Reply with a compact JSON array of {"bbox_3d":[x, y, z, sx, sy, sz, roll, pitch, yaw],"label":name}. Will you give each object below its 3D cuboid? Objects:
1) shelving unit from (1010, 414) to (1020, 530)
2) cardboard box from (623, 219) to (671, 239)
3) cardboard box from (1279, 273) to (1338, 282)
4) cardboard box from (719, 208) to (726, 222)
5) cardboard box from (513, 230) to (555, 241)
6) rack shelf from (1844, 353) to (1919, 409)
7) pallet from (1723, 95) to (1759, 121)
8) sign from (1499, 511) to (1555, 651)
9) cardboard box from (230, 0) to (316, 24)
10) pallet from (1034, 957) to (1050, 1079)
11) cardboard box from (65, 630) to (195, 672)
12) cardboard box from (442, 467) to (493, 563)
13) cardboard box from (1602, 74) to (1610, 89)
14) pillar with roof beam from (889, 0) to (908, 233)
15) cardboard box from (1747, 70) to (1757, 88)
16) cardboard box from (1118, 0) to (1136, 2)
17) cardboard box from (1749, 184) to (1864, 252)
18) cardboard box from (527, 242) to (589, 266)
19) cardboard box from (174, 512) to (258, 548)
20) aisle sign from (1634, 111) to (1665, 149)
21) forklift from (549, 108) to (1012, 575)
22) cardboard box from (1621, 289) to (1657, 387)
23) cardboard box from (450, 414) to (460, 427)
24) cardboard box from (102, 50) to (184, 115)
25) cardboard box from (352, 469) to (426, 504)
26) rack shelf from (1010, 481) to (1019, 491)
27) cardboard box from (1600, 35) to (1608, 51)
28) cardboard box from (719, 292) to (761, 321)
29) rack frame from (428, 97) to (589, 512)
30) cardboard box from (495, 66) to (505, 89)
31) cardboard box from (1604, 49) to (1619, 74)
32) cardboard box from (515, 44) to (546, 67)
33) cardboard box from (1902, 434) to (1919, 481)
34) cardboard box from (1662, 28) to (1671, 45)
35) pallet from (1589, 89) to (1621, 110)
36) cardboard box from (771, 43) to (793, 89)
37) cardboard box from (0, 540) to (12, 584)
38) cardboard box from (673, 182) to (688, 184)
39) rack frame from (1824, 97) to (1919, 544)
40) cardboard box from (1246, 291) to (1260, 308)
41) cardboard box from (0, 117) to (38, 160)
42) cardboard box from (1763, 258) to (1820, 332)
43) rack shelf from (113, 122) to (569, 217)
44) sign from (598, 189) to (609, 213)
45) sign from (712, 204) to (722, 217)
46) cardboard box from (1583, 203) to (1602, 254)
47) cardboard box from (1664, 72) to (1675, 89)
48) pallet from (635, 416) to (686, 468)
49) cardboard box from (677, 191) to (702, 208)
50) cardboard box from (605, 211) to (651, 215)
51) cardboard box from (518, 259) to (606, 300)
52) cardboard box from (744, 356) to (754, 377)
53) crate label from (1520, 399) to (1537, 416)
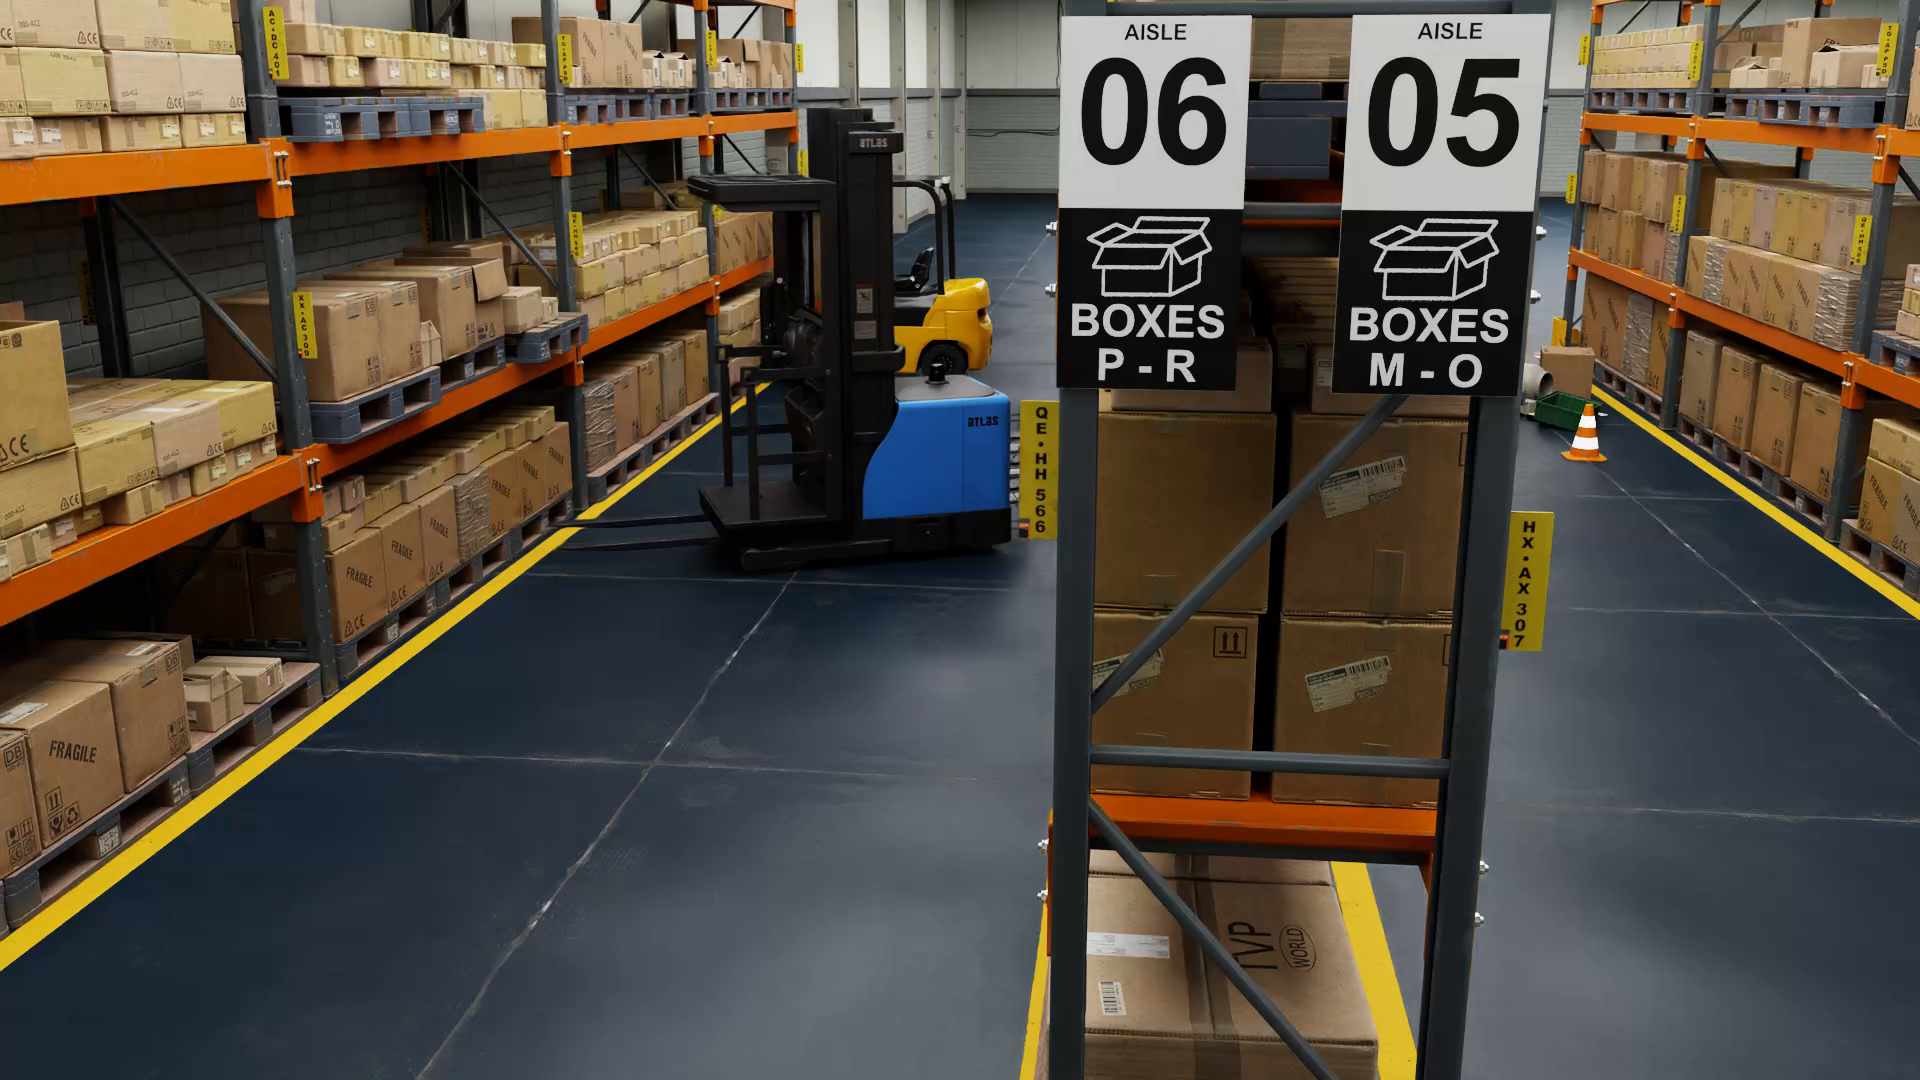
[{"bbox_3d":[0.380,-0.480,11.712,0.258,0.900,0.210,-5,16,-17],"label":"shelving unit"},{"bbox_3d":[-2.752,-2.723,14.552,0.380,0.149,0.250,1,15,5],"label":"cardboard box"},{"bbox_3d":[1.257,-0.796,5.510,0.380,0.149,0.250,1,15,5],"label":"cardboard box"},{"bbox_3d":[-2.528,-3.228,16.420,0.380,0.149,0.250,2,15,8],"label":"cardboard box"},{"bbox_3d":[-3.395,-2.407,13.381,0.380,0.149,0.250,2,15,6],"label":"cardboard box"},{"bbox_3d":[6.332,-0.556,9.351,1.077,0.370,4.000,2,15,6],"label":"rack shelf"},{"bbox_3d":[6.955,-3.576,13.761,0.805,0.209,1.217,1,15,4],"label":"pallet"},{"bbox_3d":[1.276,0.095,3.755,0.100,0.325,0.005,2,15,6],"label":"sign"},{"bbox_3d":[-3.375,-2.639,8.050,0.396,0.266,0.258,2,15,6],"label":"cardboard box"},{"bbox_3d":[0.738,1.669,5.084,1.003,0.211,1.213,2,15,6],"label":"pallet"},{"bbox_3d":[-4.065,0.610,8.007,0.500,0.311,0.500,2,15,8],"label":"cardboard box"},{"bbox_3d":[-3.302,-0.167,10.516,0.500,0.500,0.500,1,15,4],"label":"cardboard box"},{"bbox_3d":[7.046,-4.864,17.644,0.380,0.149,0.250,2,15,6],"label":"cardboard box"},{"bbox_3d":[2.933,-11.046,35.272,9.100,9.000,0.400,2,15,6],"label":"pillar with roof beam"},{"bbox_3d":[6.645,-3.776,13.618,0.250,0.149,0.380,2,15,6],"label":"cardboard box"},{"bbox_3d":[0.901,-2.105,6.767,0.500,0.500,0.500,2,15,7],"label":"cardboard box"},{"bbox_3d":[6.845,-2.597,13.414,0.700,0.500,0.500,2,15,7],"label":"cardboard box"},{"bbox_3d":[-2.976,-2.123,12.331,0.380,0.149,0.250,2,15,8],"label":"cardboard box"},{"bbox_3d":[-4.001,-0.063,8.890,0.380,0.149,0.250,1,15,4],"label":"cardboard box"},{"bbox_3d":[7.766,-4.762,18.545,0.394,0.787,0.004,2,15,6],"label":"aisle sign"},{"bbox_3d":[-1.223,-1.344,11.016,3.031,2.935,1.130,-5,16,-17],"label":"forklift"},{"bbox_3d":[7.247,-2.032,16.695,0.875,0.875,0.875,2,15,7],"label":"cardboard box"},{"bbox_3d":[-3.730,-0.802,11.624,0.380,0.149,0.250,2,15,8],"label":"cardboard box"},{"bbox_3d":[-3.610,-1.901,6.918,0.500,0.250,0.500,1,15,4],"label":"cardboard box"},{"bbox_3d":[-3.396,-0.320,9.842,0.380,0.149,0.250,2,15,6],"label":"cardboard box"},{"bbox_3d":[0.380,-0.361,11.744,0.258,0.077,0.200,-5,16,-17],"label":"rack shelf"},{"bbox_3d":[7.077,-5.318,17.793,0.380,0.149,0.250,2,15,7],"label":"cardboard box"},{"bbox_3d":[-2.374,-2.461,17.563,0.500,0.250,0.500,2,15,8],"label":"cardboard box"},{"bbox_3d":[-3.305,-1.687,12.155,1.000,3.000,0.127,2,15,6],"label":"rack frame"},{"bbox_3d":[-3.209,-3.022,10.869,0.380,0.149,0.250,2,15,8],"label":"cardboard box"},{"bbox_3d":[7.095,-5.018,17.448,0.500,0.250,0.500,2,15,6],"label":"cardboard box"},{"bbox_3d":[-3.049,-3.301,11.330,0.380,0.149,0.250,2,15,8],"label":"cardboard box"},{"bbox_3d":[6.182,-0.477,10.228,0.500,0.250,0.500,2,15,6],"label":"cardboard box"},{"bbox_3d":[6.820,-4.722,15.590,0.380,0.149,0.250,2,15,7],"label":"cardboard box"},{"bbox_3d":[7.387,-4.710,17.756,1.003,0.211,1.213,2,15,6],"label":"pallet"},{"bbox_3d":[-2.210,-5.387,18.905,0.500,0.500,0.500,2,15,8],"label":"cardboard box"},{"bbox_3d":[-3.703,0.099,6.030,0.380,0.149,0.250,1,15,5],"label":"cardboard box"},{"bbox_3d":[-2.881,-3.717,17.659,0.380,0.149,0.250,2,15,8],"label":"cardboard box"},{"bbox_3d":[6.558,-1.422,11.176,1.000,3.000,0.127,2,15,6],"label":"rack frame"},{"bbox_3d":[1.284,-0.641,6.180,0.500,0.500,0.500,2,15,7],"label":"cardboard box"},{"bbox_3d":[-3.647,-1.474,6.103,0.380,0.149,0.250,2,15,7],"label":"cardboard box"},{"bbox_3d":[6.456,-1.854,12.582,0.500,0.500,0.500,1,15,5],"label":"cardboard box"},{"bbox_3d":[-3.530,-2.269,9.939,1.077,0.370,4.000,2,15,6],"label":"rack shelf"},{"bbox_3d":[-3.405,-3.197,15.927,0.100,0.325,0.005,2,15,6],"label":"sign"},{"bbox_3d":[-2.313,-3.232,15.801,0.100,0.325,0.005,2,15,6],"label":"sign"},{"bbox_3d":[7.463,-3.472,18.469,0.875,0.550,0.550,2,15,6],"label":"cardboard box"},{"bbox_3d":[6.788,-4.274,15.460,0.380,0.149,0.250,2,15,7],"label":"cardboard box"},{"bbox_3d":[-3.033,-0.869,14.471,1.003,0.211,1.213,2,15,6],"label":"pallet"},{"bbox_3d":[-2.522,-3.304,16.129,0.380,0.149,0.250,2,15,7],"label":"cardboard box"},{"bbox_3d":[-3.106,-3.001,15.580,0.380,0.149,0.250,1,15,5],"label":"cardboard box"},{"bbox_3d":[-2.987,-1.963,12.506,0.500,0.250,0.500,2,15,6],"label":"cardboard box"},{"bbox_3d":[-2.428,-1.848,17.212,0.500,0.250,0.500,1,15,5],"label":"cardboard box"},{"bbox_3d":[5.492,-1.299,16.202,0.298,0.136,0.250,-10,18,-32],"label":"crate label"}]
